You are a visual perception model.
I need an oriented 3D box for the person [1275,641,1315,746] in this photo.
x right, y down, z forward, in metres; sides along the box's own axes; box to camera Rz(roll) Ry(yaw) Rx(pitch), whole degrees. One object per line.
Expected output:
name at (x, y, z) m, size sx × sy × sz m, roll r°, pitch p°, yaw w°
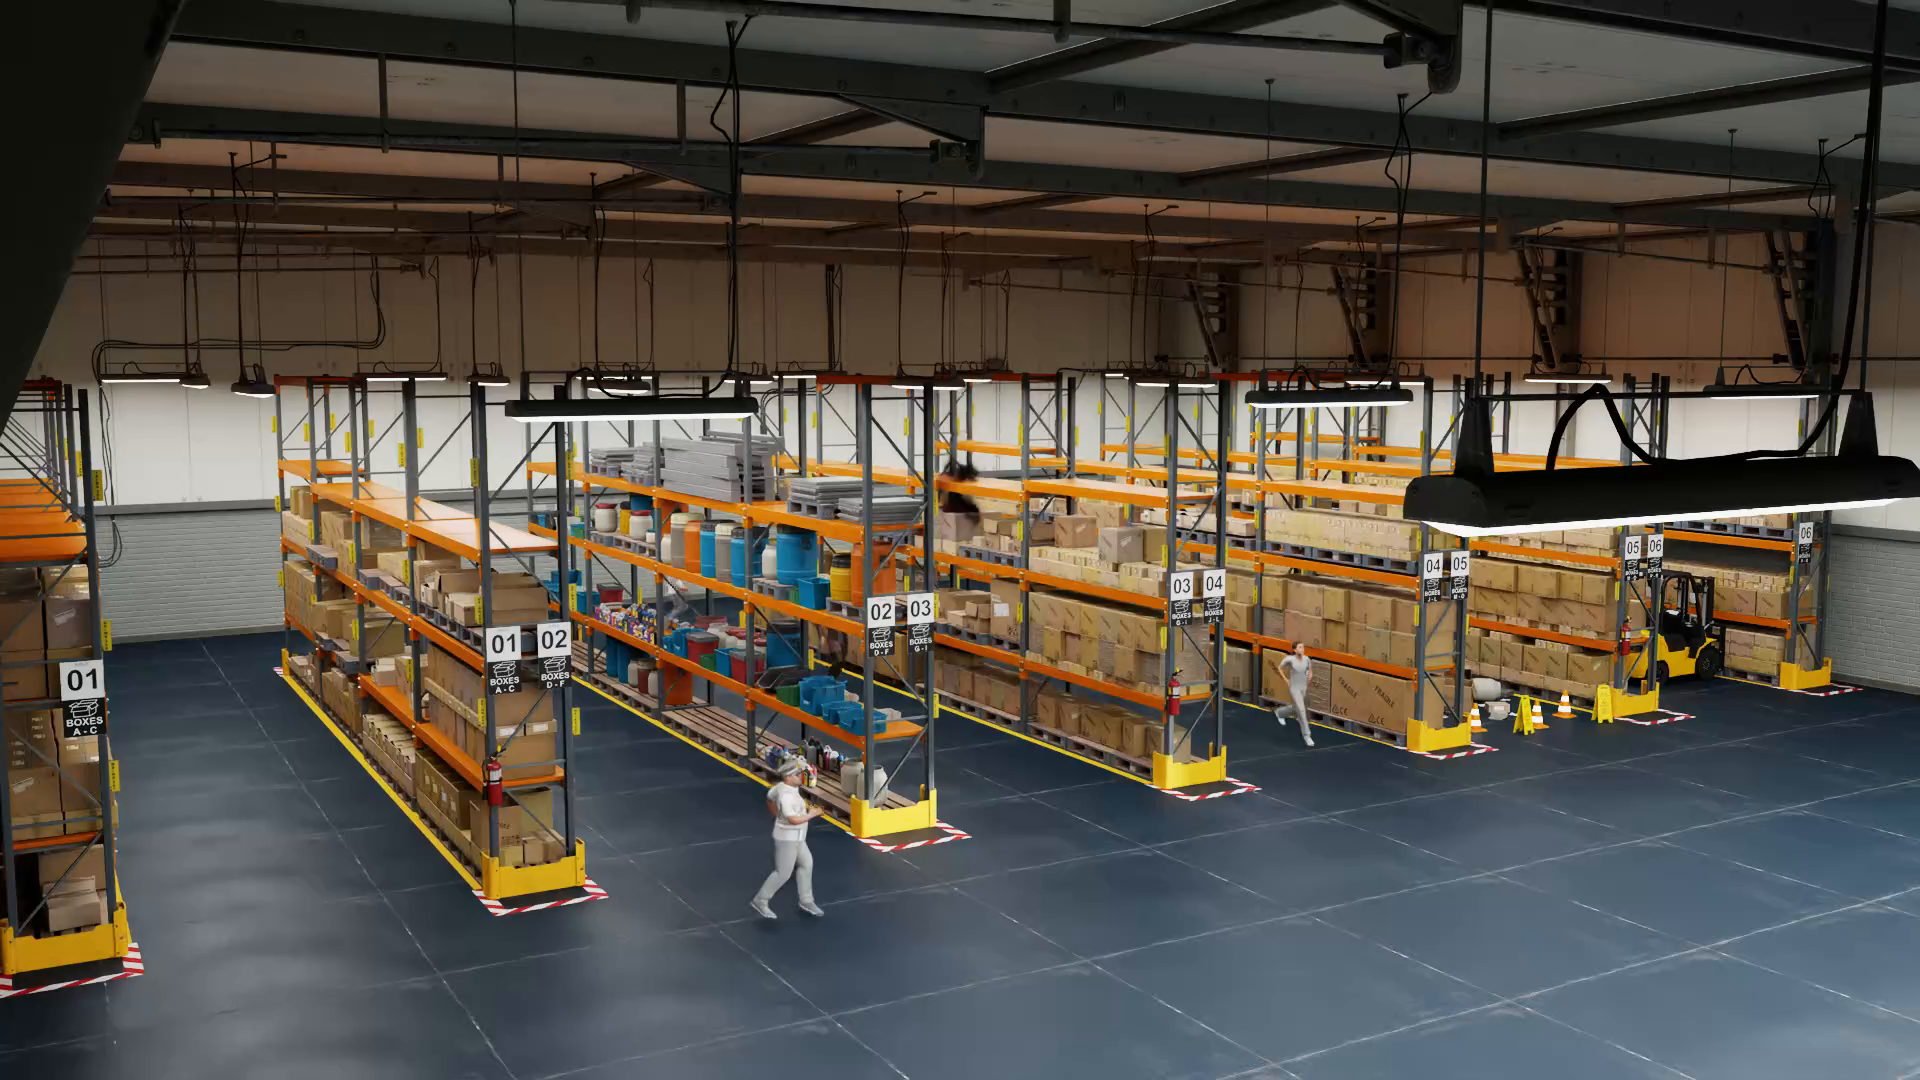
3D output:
person at (5.600, 2.491, 27.652) m, size 0.536 × 1.674 × 1.125 m, roll -3°, pitch 7°, yaw -28°

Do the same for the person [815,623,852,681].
person at (-2.336, 1.976, 31.790) m, size 0.678 × 1.745 × 0.808 m, roll -4°, pitch 8°, yaw -35°

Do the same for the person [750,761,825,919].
person at (-1.953, 3.395, 18.754) m, size 0.835 × 1.841 × 0.687 m, roll -1°, pitch 6°, yaw -5°

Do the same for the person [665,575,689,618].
person at (-6.618, 1.219, 38.883) m, size 0.530 × 1.732 × 0.672 m, roll -1°, pitch 6°, yaw -13°
